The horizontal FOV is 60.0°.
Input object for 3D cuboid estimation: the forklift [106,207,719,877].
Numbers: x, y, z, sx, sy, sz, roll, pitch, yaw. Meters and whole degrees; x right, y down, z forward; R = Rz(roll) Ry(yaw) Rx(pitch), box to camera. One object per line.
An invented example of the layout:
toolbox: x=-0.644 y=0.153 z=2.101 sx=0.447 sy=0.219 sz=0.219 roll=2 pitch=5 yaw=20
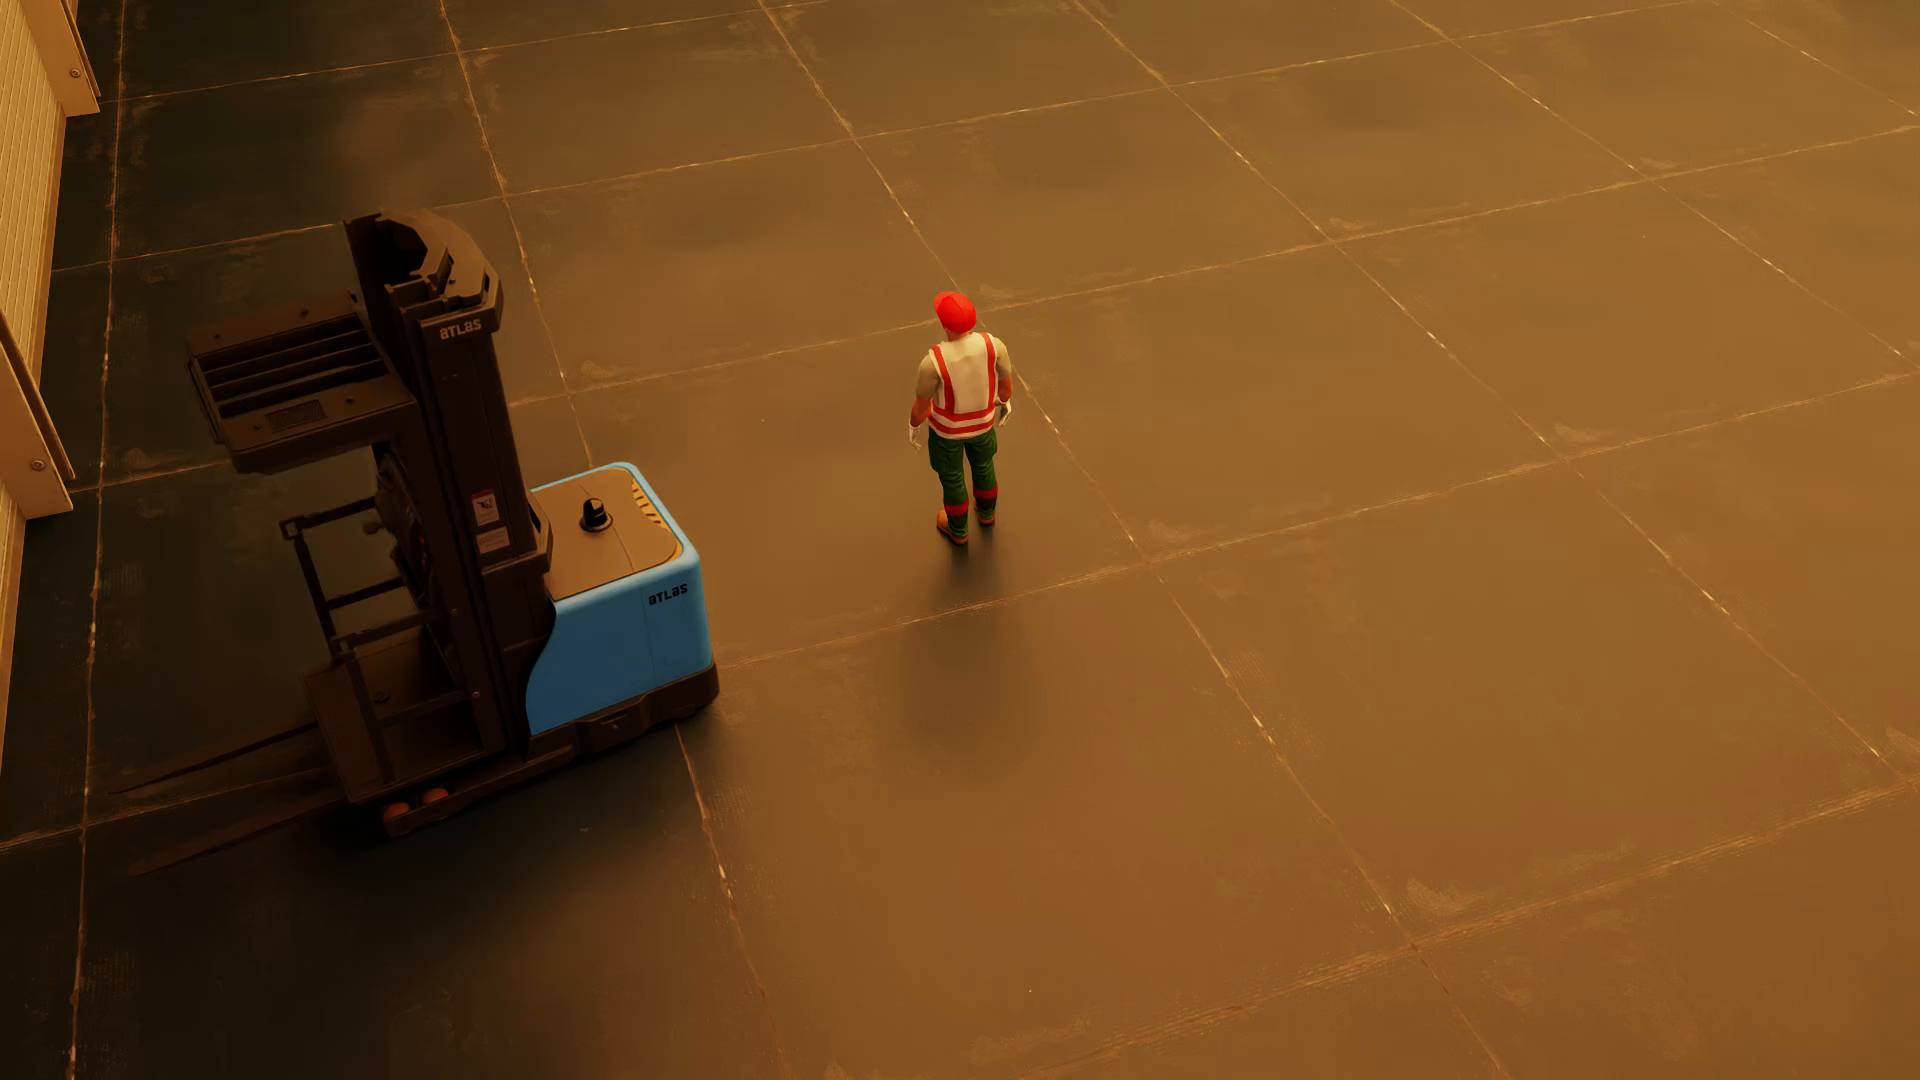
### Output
forklift: x=-2.860 y=-0.008 z=8.006 sx=3.031 sy=2.935 sz=1.130 roll=-21 pitch=44 yaw=-23

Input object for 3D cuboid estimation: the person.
person: x=-0.016 y=-0.741 z=9.756 sx=0.638 sy=1.787 sz=0.564 roll=-13 pitch=42 yaw=-15
